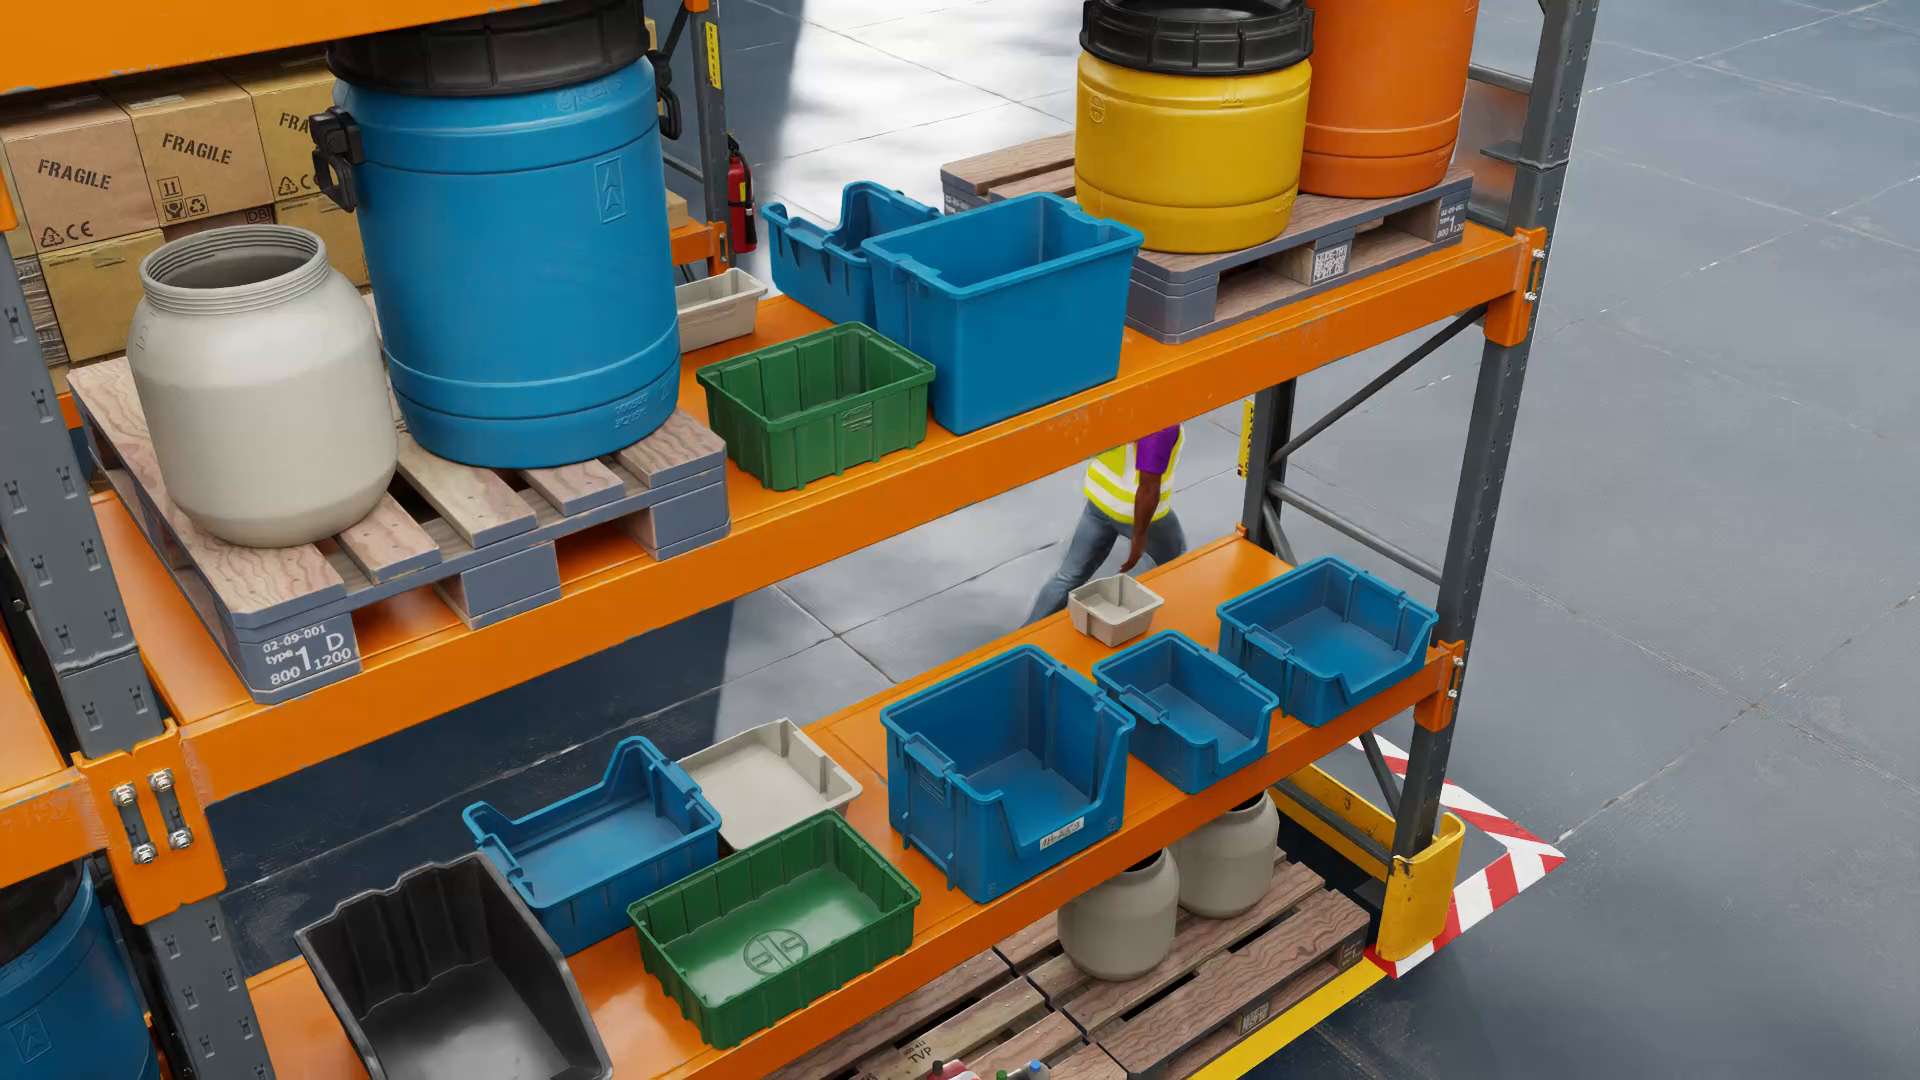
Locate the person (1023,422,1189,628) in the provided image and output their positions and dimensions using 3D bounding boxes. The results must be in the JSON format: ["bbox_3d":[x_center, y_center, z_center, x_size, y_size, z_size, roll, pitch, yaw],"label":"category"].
[{"bbox_3d":[0.789,-0.207,7.454,1.144,1.700,0.626,-18,36,-27],"label":"person"}]
